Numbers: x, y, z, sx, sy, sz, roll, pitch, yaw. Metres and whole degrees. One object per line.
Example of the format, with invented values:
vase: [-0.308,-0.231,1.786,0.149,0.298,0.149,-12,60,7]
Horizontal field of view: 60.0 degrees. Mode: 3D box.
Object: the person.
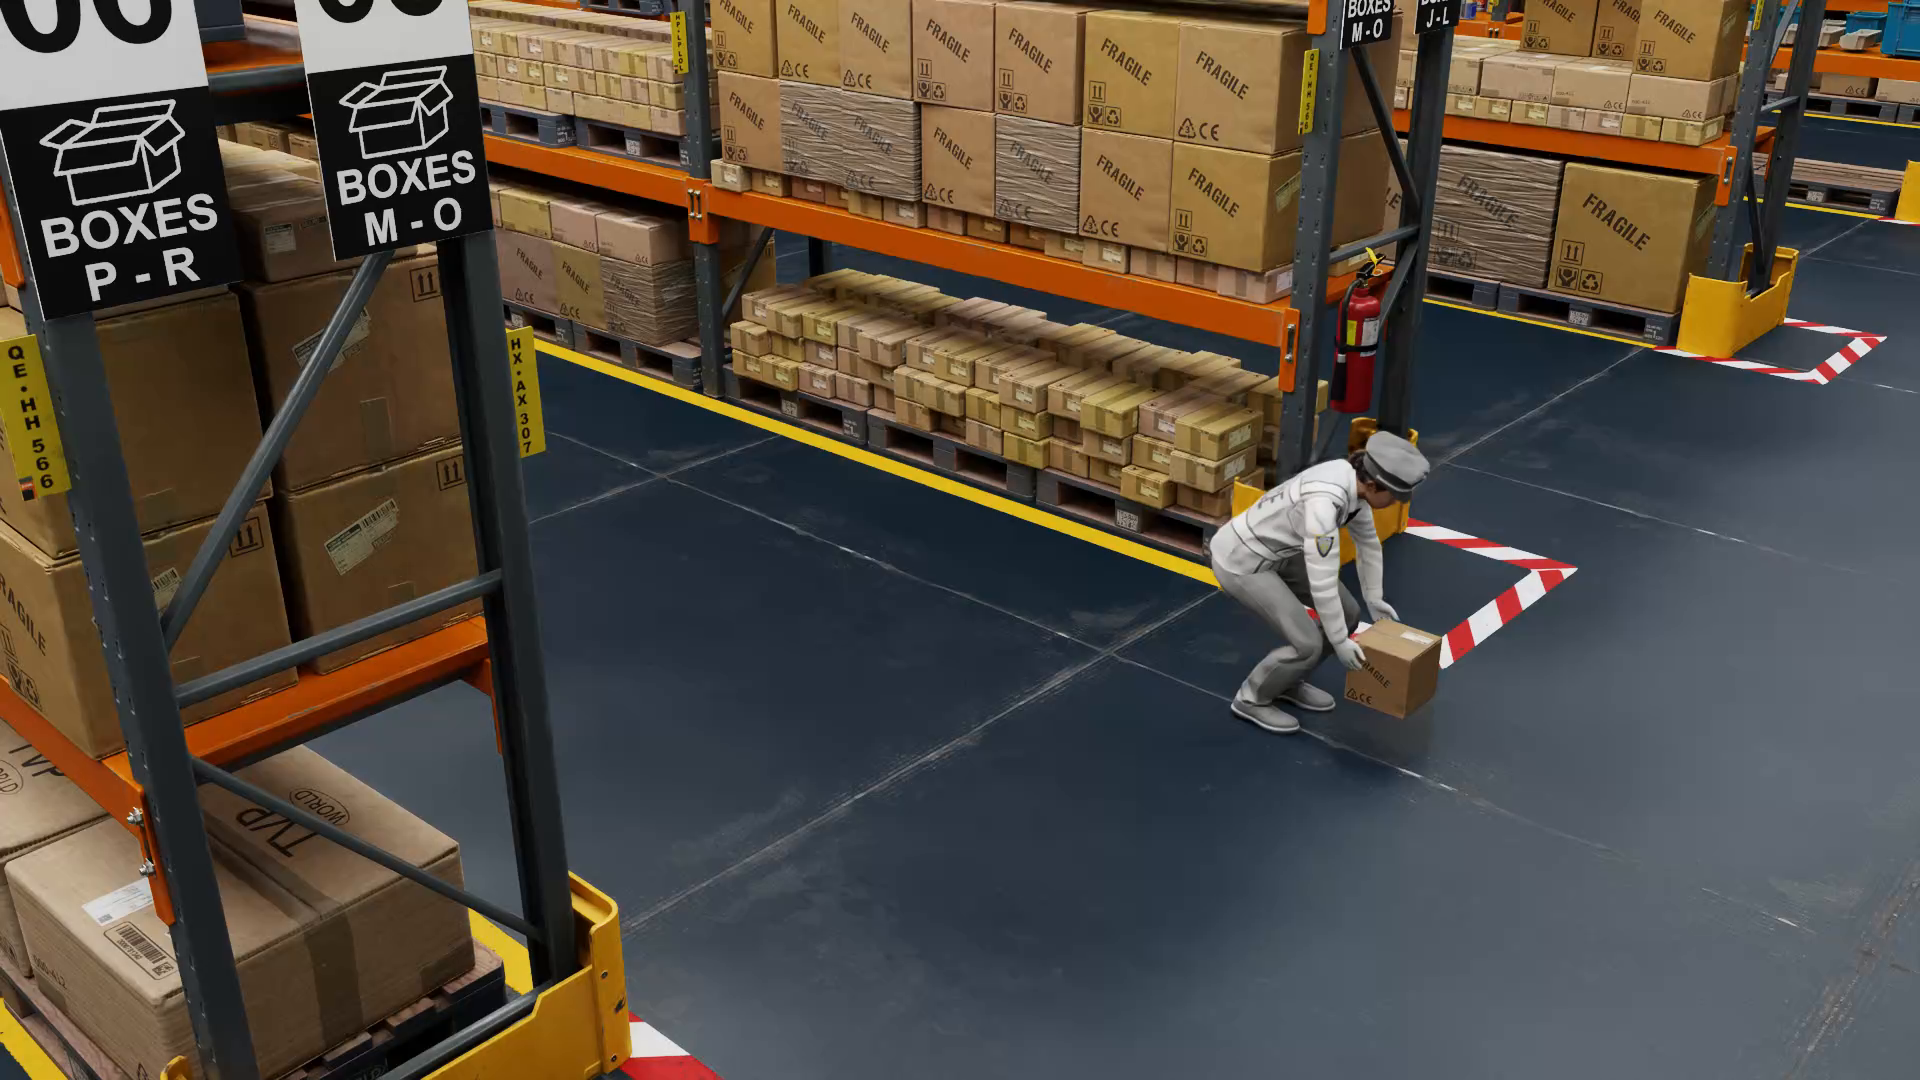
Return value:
person: [1.357,0.133,6.364,0.780,1.213,0.527,17,29,32]
